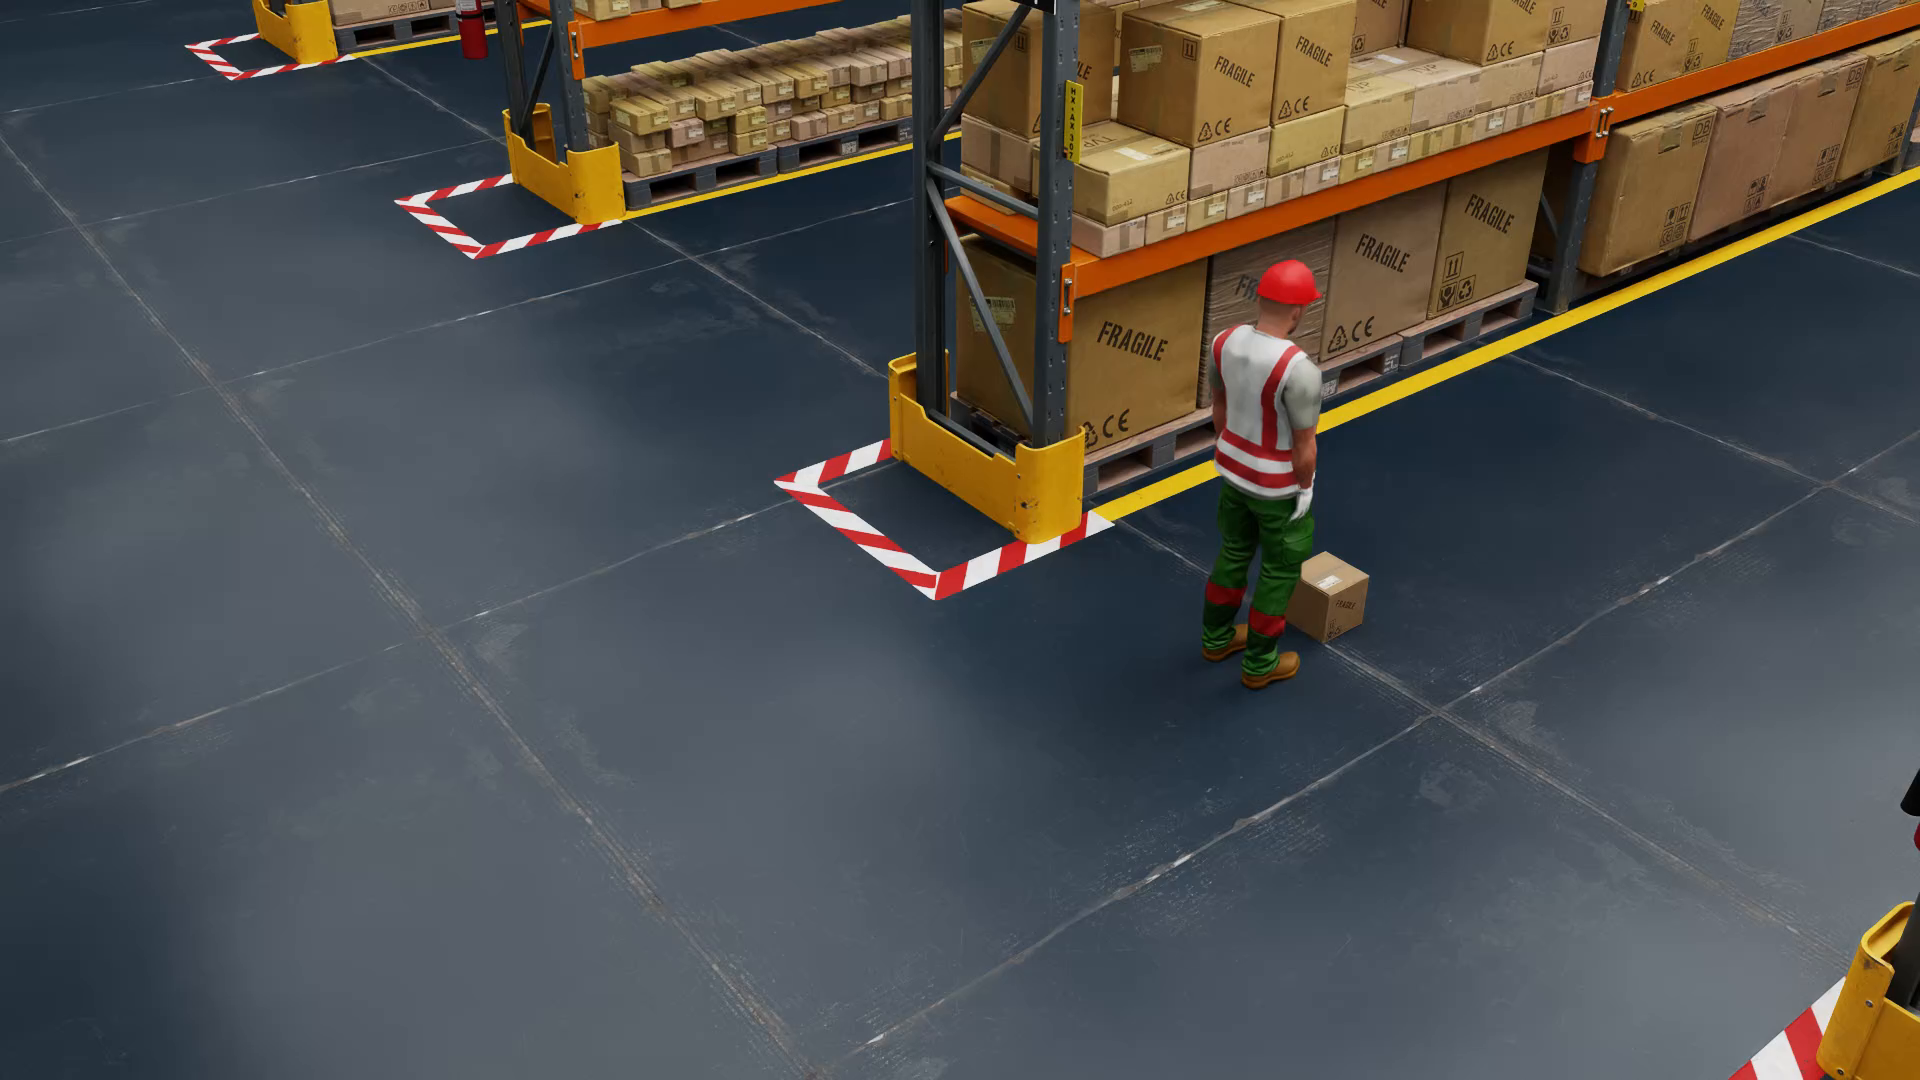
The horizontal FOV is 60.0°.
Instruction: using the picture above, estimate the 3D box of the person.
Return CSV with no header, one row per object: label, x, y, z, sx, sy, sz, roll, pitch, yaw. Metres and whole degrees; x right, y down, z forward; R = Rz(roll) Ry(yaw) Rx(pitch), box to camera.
person,1.192,-0.255,6.535,0.361,1.775,0.529,-21,38,-30
